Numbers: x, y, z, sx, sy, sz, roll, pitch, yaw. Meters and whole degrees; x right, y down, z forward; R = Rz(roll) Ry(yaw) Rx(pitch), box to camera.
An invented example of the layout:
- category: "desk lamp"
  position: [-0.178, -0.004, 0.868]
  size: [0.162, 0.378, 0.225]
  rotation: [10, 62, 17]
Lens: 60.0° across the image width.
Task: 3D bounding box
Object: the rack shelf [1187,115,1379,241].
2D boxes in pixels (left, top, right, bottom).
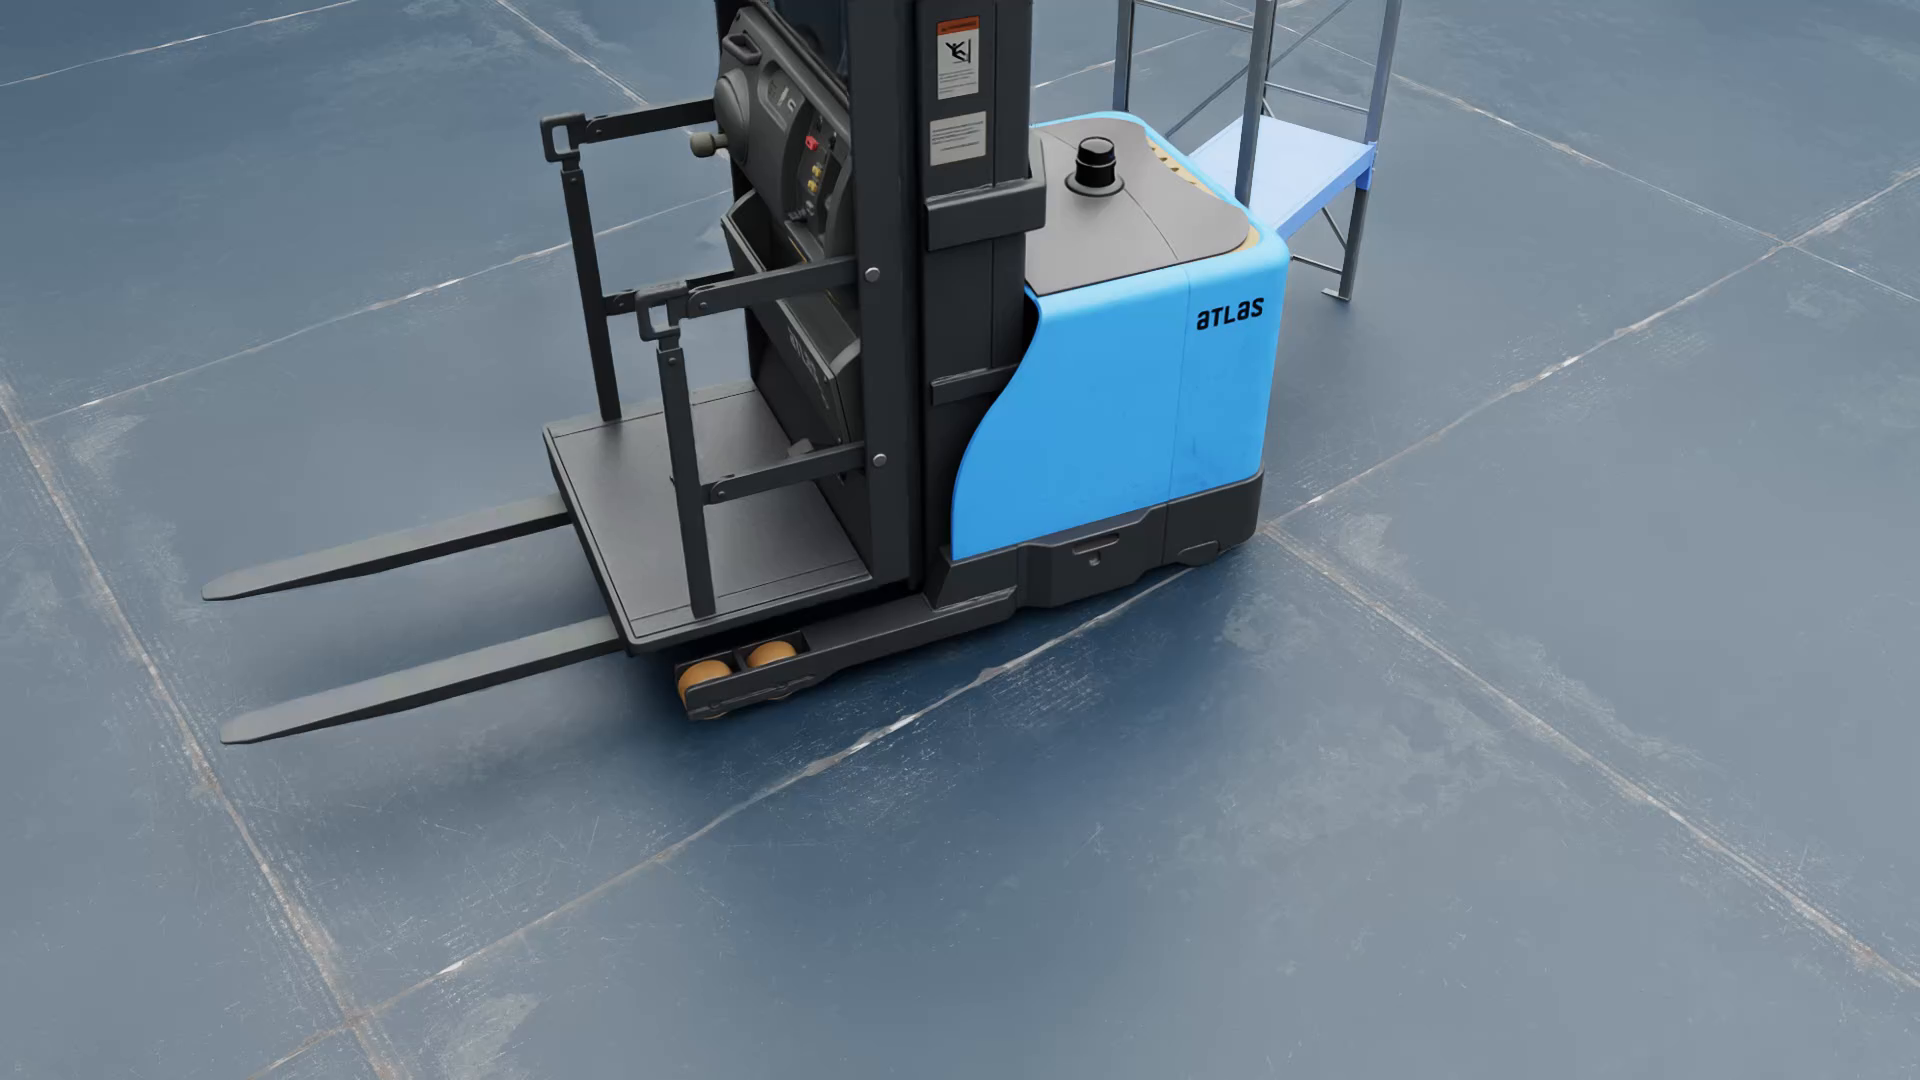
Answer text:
- category: "rack shelf"
  position: [0.993, -1.190, 5.802]
  size: [0.538, 0.185, 1.000]
  rotation: [25, 45, 27]

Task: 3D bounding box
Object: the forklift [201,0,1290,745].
- category: "forklift"
  position: [-0.639, -1.015, 4.177]
  size: [3.031, 2.935, 1.130]
  rotation: [-15, 42, -18]

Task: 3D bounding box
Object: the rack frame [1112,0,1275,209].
- category: "rack frame"
  position: [0.696, -1.068, 5.369]
  size: [0.500, 1.500, 0.032]
  rotation: [25, 45, 27]

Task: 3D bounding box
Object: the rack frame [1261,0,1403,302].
- category: "rack frame"
  position: [1.289, -1.591, 6.007]
  size: [0.500, 1.500, 0.032]
  rotation: [25, 45, 27]

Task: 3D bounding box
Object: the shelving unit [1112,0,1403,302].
- category: "shelving unit"
  position: [0.993, -1.329, 5.688]
  size: [0.538, 1.500, 1.048]
  rotation: [25, 45, 27]
